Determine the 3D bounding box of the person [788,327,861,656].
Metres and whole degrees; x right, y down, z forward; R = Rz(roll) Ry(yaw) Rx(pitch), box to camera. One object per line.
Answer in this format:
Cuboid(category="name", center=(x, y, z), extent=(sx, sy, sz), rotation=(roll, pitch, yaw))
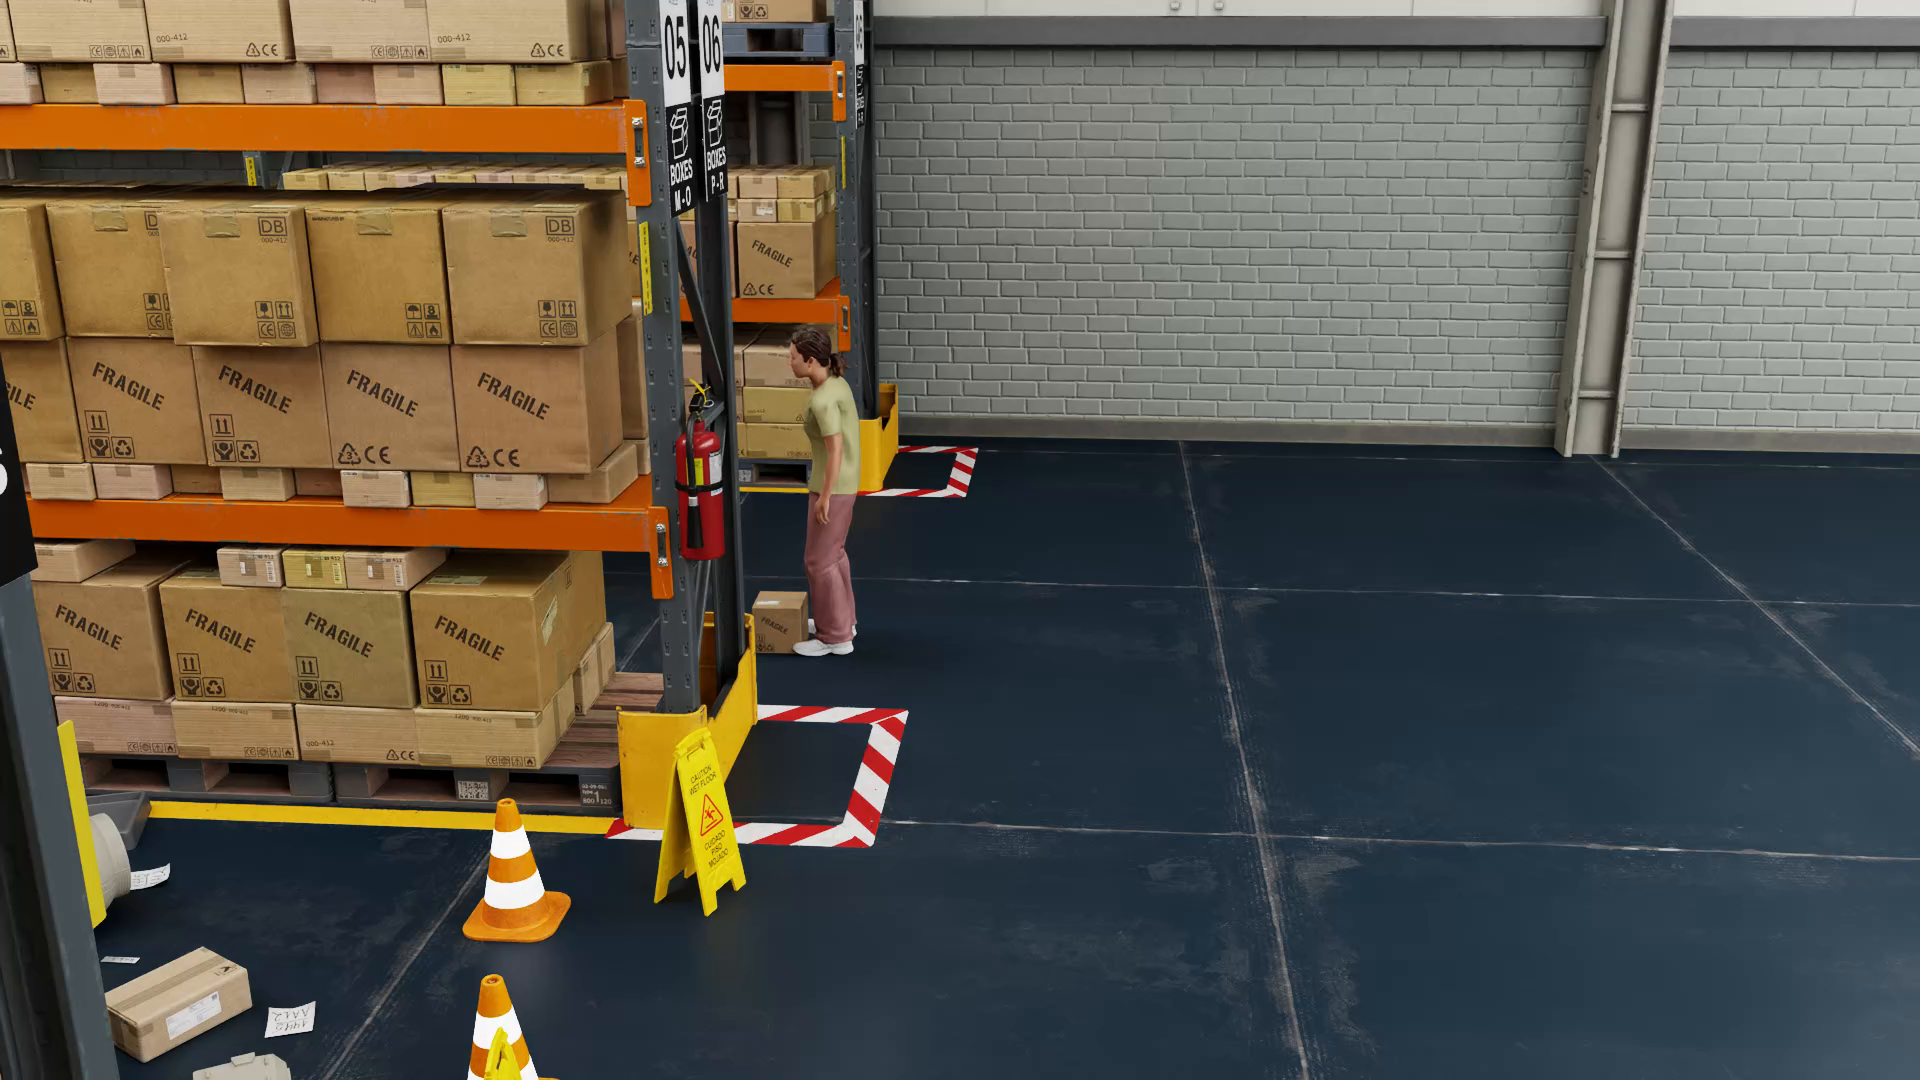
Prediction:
Cuboid(category="person", center=(-0.673, -0.249, 8.340), extent=(0.359, 1.671, 0.516), rotation=(0, 18, 1))
